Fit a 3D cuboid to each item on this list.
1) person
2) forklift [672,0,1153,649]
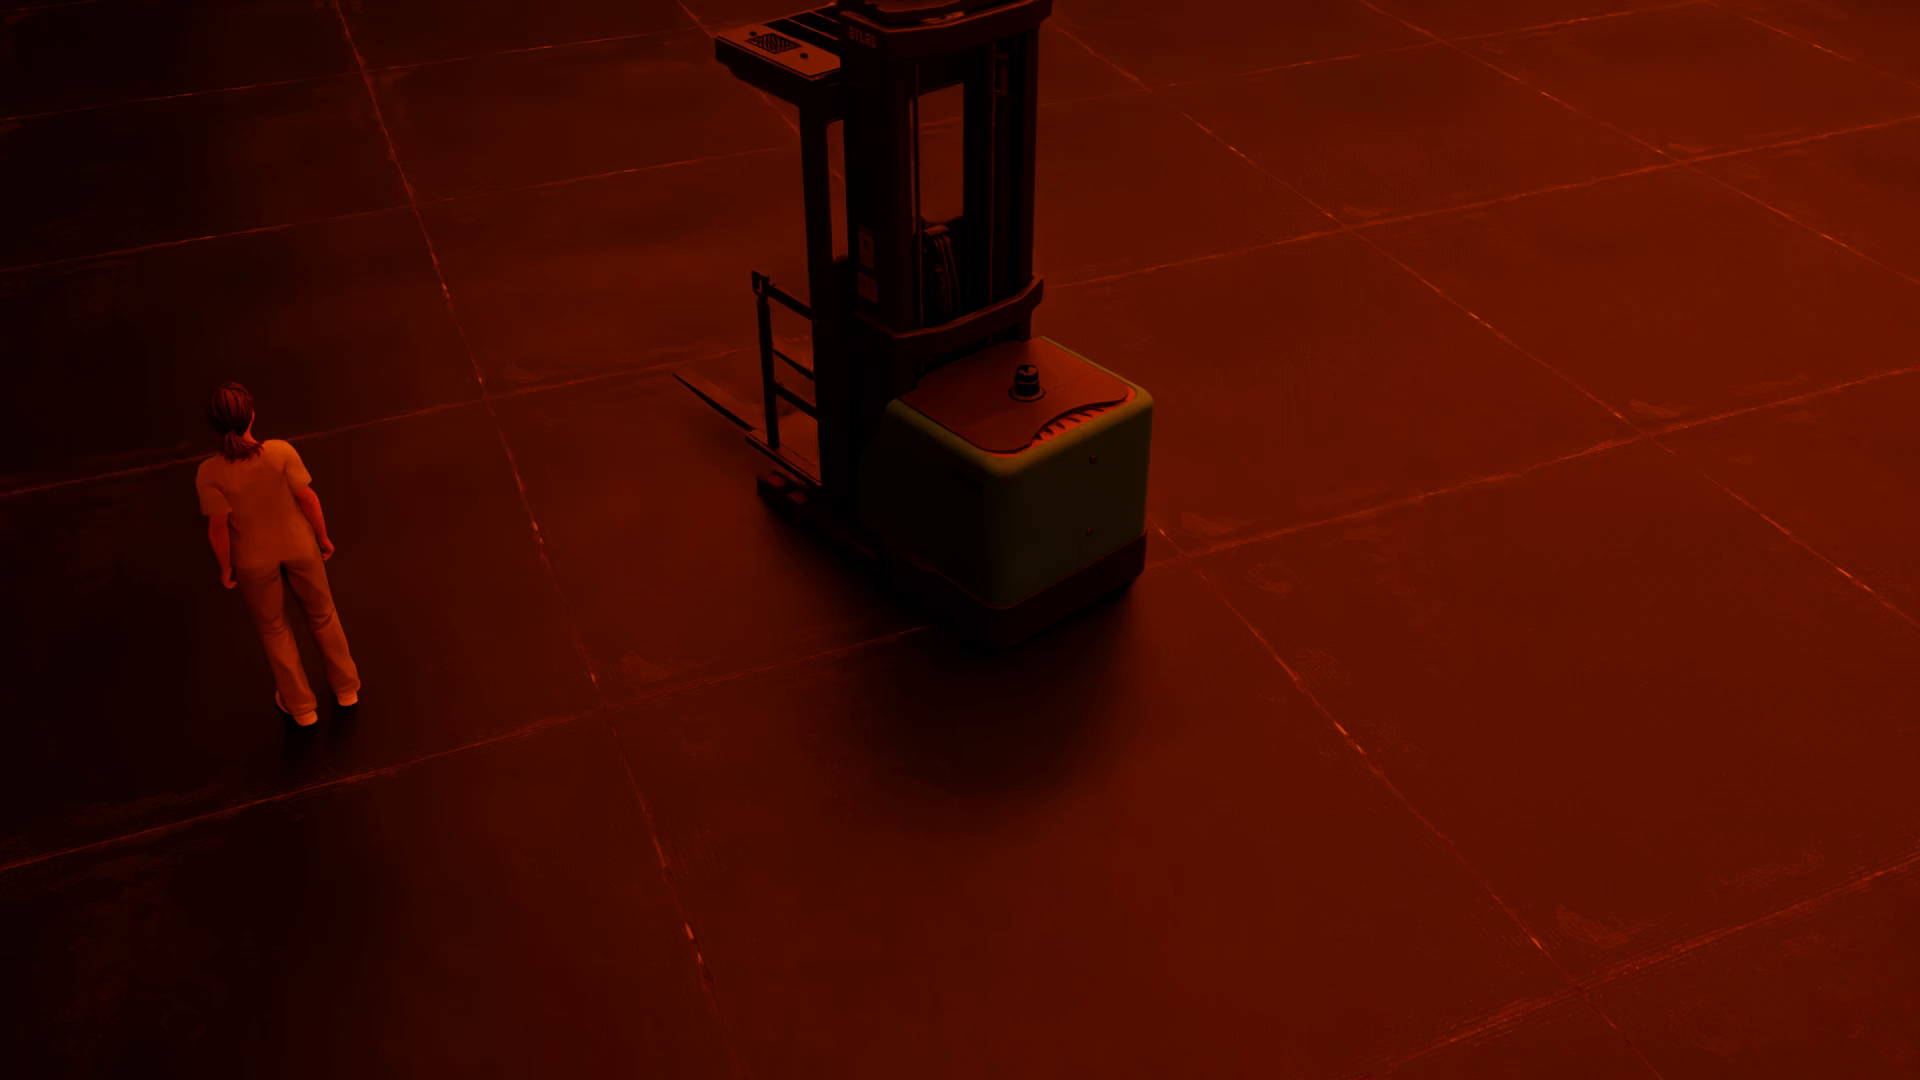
[{"bbox_3d":[-2.925,0.061,7.100,0.472,1.674,0.382,-21,40,-27],"label":"person"},{"bbox_3d":[-0.426,-1.461,8.154,1.130,2.935,3.031,-27,43,-32],"label":"forklift"}]
